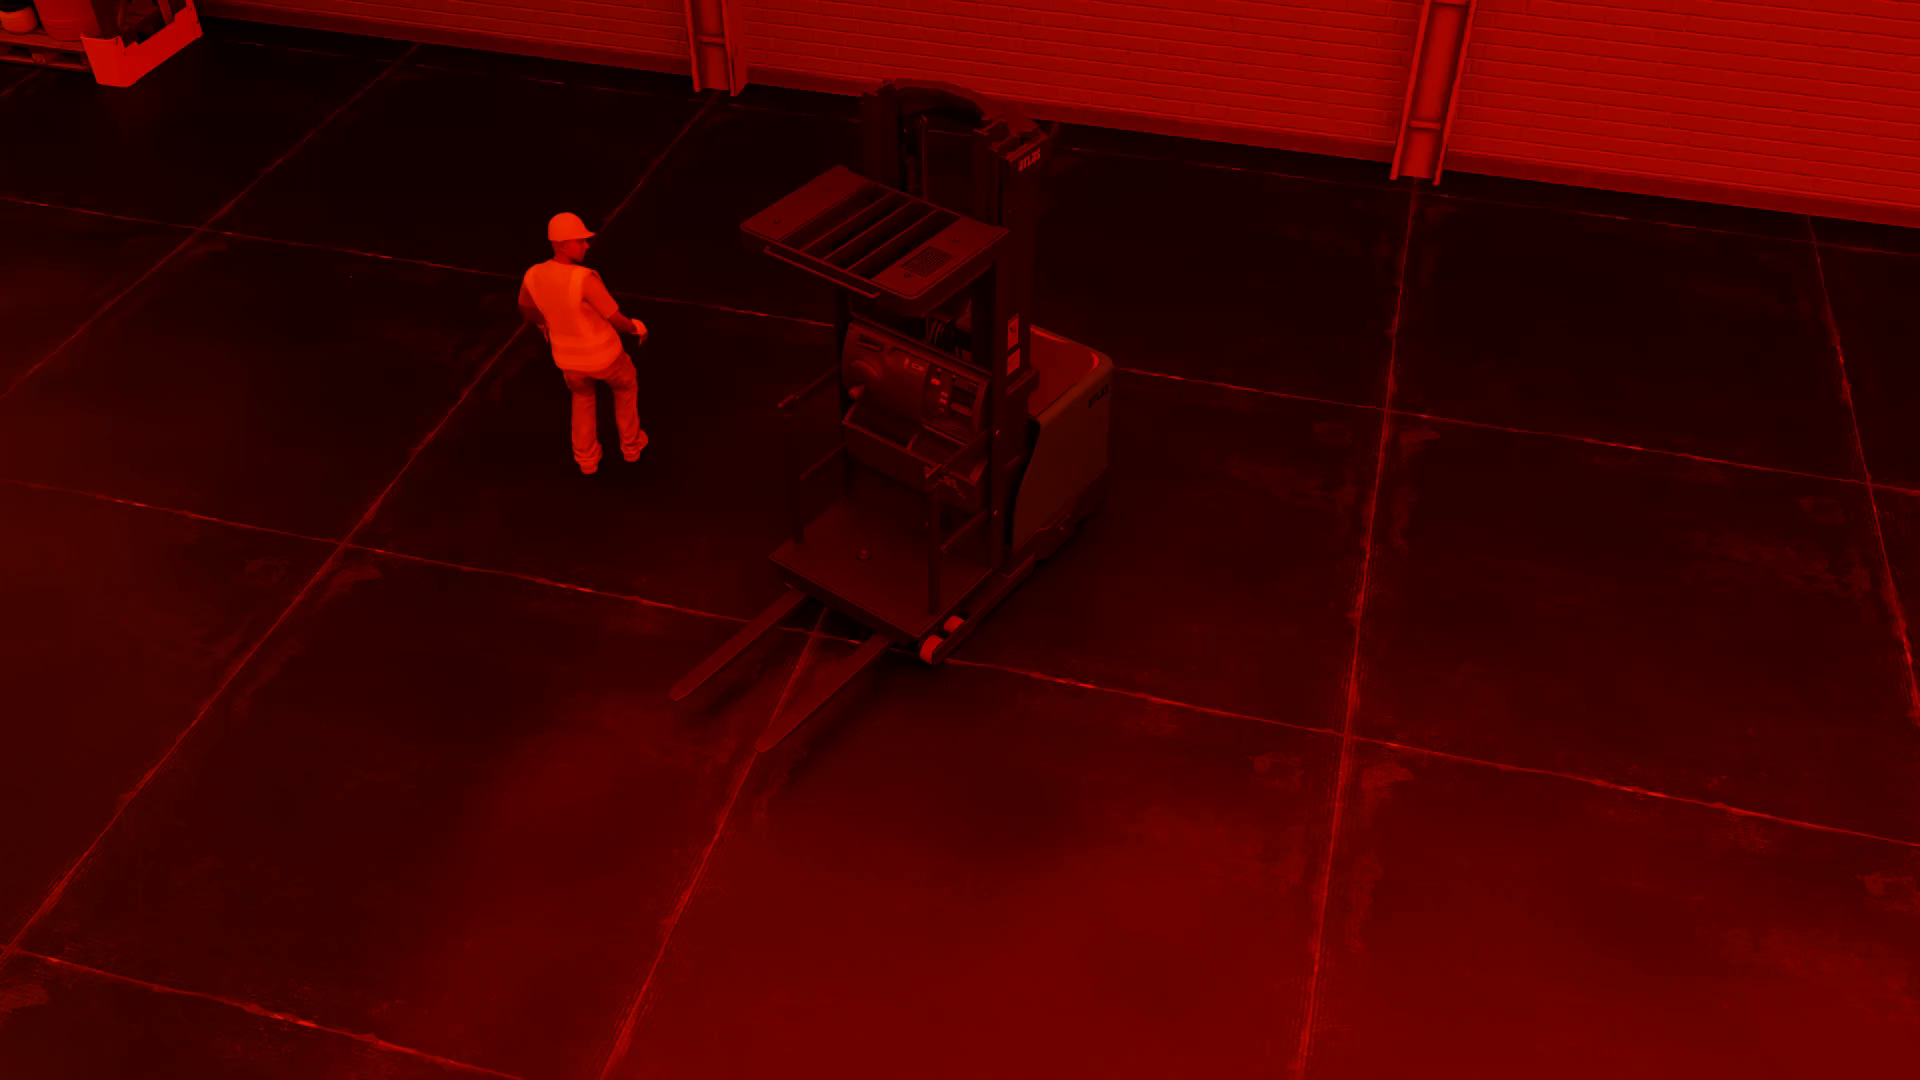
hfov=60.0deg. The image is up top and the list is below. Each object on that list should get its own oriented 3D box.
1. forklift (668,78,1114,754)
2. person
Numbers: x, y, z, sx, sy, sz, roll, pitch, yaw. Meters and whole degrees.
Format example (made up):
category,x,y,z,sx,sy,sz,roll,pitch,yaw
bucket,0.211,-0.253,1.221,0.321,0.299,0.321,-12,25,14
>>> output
category,x,y,z,sx,sy,sz,roll,pitch,yaw
forklift,-0.375,-0.773,8.743,1.130,2.935,3.031,26,48,27
person,-2.277,-1.198,10.141,0.768,1.737,0.521,11,42,12
